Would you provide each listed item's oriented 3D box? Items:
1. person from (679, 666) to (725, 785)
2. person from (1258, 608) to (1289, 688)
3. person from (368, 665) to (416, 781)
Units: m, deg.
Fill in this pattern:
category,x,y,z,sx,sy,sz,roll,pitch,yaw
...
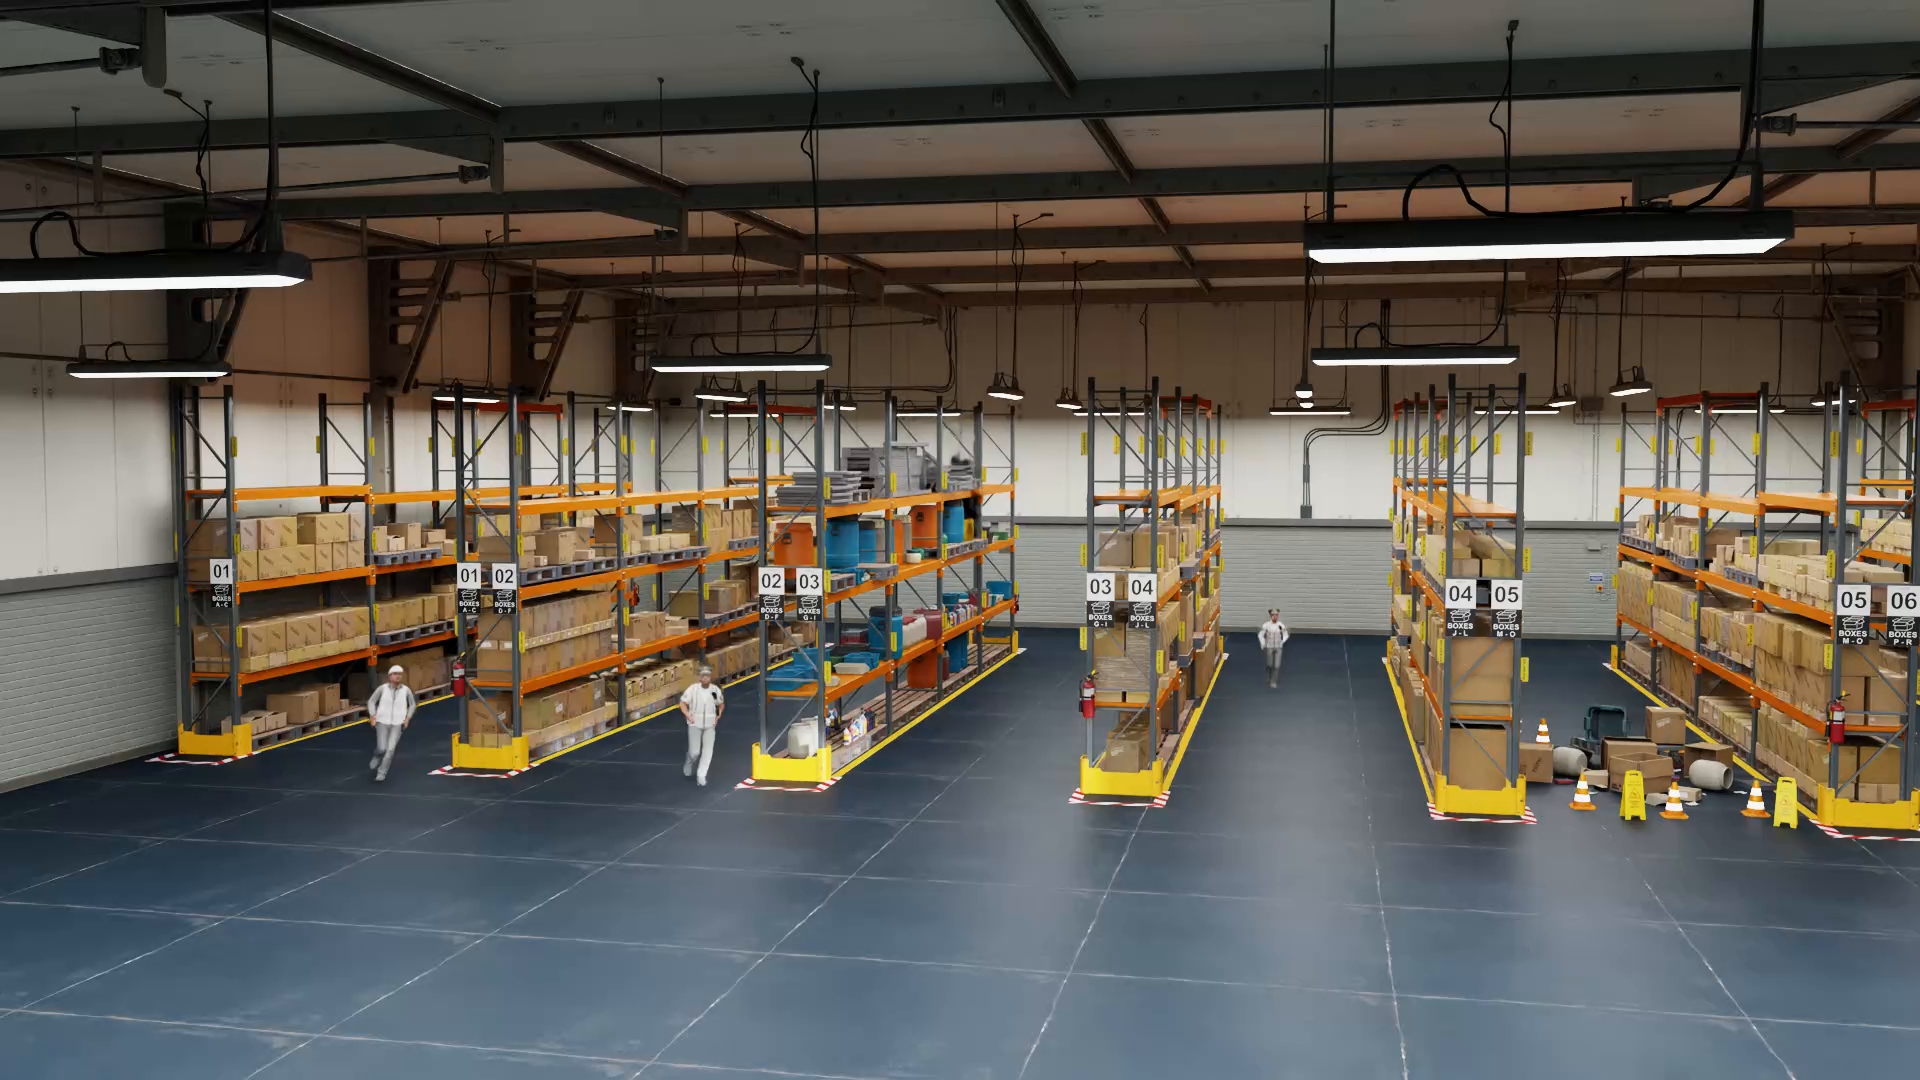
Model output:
category,x,y,z,sx,sy,sz,roll,pitch,yaw
person,-3.855,2.758,24.898,0.672,1.778,0.612,-1,3,-17
person,6.542,2.246,34.674,0.616,1.660,0.554,0,3,5
person,-8.568,2.746,25.131,0.691,1.700,0.565,-1,3,-23
